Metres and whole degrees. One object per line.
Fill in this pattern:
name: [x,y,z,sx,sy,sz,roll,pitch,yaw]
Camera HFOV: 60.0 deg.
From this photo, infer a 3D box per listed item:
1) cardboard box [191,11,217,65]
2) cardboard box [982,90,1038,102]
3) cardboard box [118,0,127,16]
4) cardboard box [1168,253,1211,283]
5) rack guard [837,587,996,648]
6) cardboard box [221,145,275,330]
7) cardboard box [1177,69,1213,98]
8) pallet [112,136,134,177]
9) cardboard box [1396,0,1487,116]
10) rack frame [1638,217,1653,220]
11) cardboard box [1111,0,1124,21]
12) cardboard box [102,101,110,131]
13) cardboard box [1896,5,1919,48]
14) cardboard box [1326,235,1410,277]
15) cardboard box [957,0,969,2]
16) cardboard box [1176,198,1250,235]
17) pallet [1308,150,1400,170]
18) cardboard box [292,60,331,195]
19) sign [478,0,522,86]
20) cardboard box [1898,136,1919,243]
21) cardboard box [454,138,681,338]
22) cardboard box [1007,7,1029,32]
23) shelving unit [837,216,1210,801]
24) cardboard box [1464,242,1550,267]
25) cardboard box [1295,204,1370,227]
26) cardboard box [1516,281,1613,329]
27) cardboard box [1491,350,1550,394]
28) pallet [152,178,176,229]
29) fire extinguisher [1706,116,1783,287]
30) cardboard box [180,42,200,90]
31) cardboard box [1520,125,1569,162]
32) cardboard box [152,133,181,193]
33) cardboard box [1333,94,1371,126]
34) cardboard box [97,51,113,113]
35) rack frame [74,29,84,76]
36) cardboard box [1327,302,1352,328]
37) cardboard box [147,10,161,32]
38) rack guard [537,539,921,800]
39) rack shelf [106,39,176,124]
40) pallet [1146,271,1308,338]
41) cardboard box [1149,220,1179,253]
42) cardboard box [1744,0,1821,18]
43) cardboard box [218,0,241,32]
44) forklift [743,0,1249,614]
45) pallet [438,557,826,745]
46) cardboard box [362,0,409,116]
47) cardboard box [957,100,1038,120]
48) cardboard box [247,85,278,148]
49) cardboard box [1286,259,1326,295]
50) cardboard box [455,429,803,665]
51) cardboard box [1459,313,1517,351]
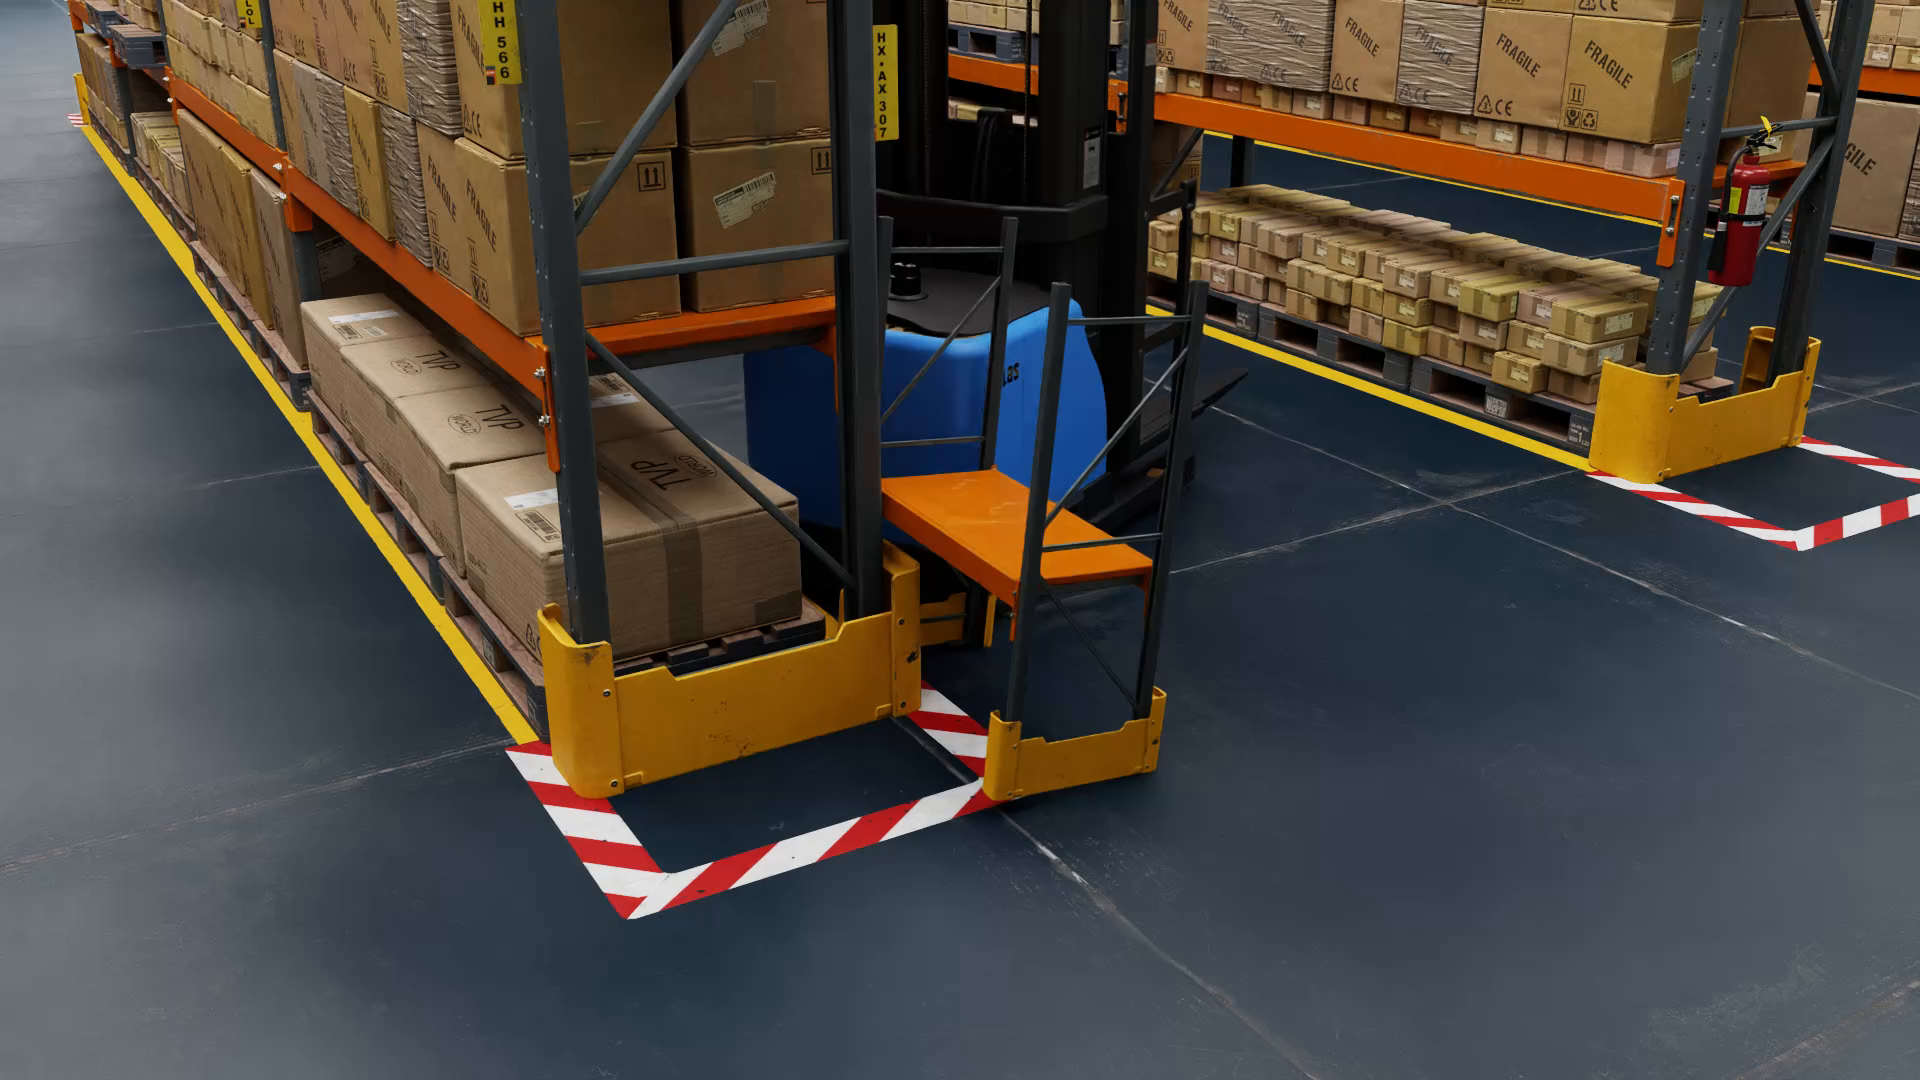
cardboard box: [-3.991,-2.830,9.326,0.500,0.250,0.500,-12,25,-27]
cardboard box: [0.500,-3.246,12.581,0.500,0.250,0.500,-12,25,-27]
cardboard box: [-6.183,-4.084,12.651,0.380,0.149,0.250,-12,25,-26]
cardboard box: [1.500,-1.676,10.179,0.380,0.149,0.250,-12,25,-27]
rack guard: [-0.145,0.271,5.734,0.587,0.250,0.087,-6,22,-29]
cardboard box: [-3.603,-1.769,9.445,0.875,0.875,0.875,-12,25,-27]
cardboard box: [1.514,-2.727,9.871,0.380,0.149,0.250,-12,25,-27]
pallet: [-7.209,-3.591,15.366,1.003,0.211,1.213,-13,25,-28]
cardboard box: [2.521,-2.383,8.162,0.500,0.500,0.500,-13,25,-28]
rack frame: [5.770,-3.989,12.642,1.000,3.000,0.127,-13,25,-28]
cardboard box: [1.082,-3.374,10.511,0.380,0.149,0.250,-12,25,-27]
cardboard box: [-7.905,-4.069,15.932,0.500,0.250,0.500,-12,25,-27]
cardboard box: [6.549,-3.365,10.911,0.500,0.250,0.500,-13,25,-28]
cardboard box: [2.229,-1.555,9.091,0.380,0.149,0.250,-12,25,-28]
cardboard box: [0.145,-3.967,11.968,0.380,0.149,0.250,-13,25,-29]
cardboard box: [1.542,-1.965,10.101,0.380,0.149,0.250,-11,25,-26]
pallet: [4.065,-3.722,15.689,1.003,0.211,1.213,-13,25,-28]
cardboard box: [-2.481,-1.763,7.033,0.500,0.500,0.500,-12,25,-28]
sign: [-1.180,-1.334,4.258,0.100,0.325,0.005,-13,25,-28]
cardboard box: [6.953,-2.391,10.973,0.875,0.875,0.875,-13,25,-28]
cardboard box: [-1.180,-0.939,5.006,0.500,0.500,0.500,-12,25,-28]
cardboard box: [0.548,-3.571,11.390,0.380,0.149,0.250,-14,26,-30]
shelving unit: [0.154,-0.153,5.126,0.587,1.500,1.083,-6,22,-29]
cardboard box: [2.928,-1.485,8.921,0.380,0.149,0.250,-12,25,-26]
cardboard box: [2.224,-1.899,9.937,0.380,0.149,0.250,-12,25,-27]
cardboard box: [2.931,-1.137,8.064,0.380,0.149,0.250,-12,25,-27]
cardboard box: [2.831,-0.841,8.124,0.380,0.149,0.250,-12,25,-27]
pallet: [-5.810,-2.733,13.256,1.003,0.211,1.213,-13,25,-28]
fire extinguisher: [3.230,-1.394,6.855,0.296,0.674,0.183,-13,25,-28]
cardboard box: [-4.481,-2.938,10.256,0.500,0.250,0.500,-13,26,-30]
cardboard box: [2.853,-1.874,7.771,0.380,0.149,0.250,-13,25,-29]
cardboard box: [-5.839,-3.023,13.199,0.950,0.372,0.625,-12,25,-26]
cardboard box: [2.209,-2.302,8.824,0.380,0.149,0.250,-12,25,-26]
cardboard box: [-7.630,-4.245,15.369,0.500,0.500,0.500,-12,25,-27]
rack frame: [-8.879,-5.967,17.509,1.000,3.000,0.127,-13,25,-28]
cardboard box: [2.262,-1.279,9.203,0.380,0.149,0.250,-12,25,-27]
cardboard box: [-5.361,-3.589,11.435,0.380,0.149,0.250,-12,25,-27]
rack guard: [-0.694,0.378,5.218,1.175,0.500,0.348,-13,25,-28]
rack shelf: [-5.814,-3.692,12.866,1.077,0.370,4.000,-13,25,-28]
pallet: [1.828,-1.565,10.382,1.003,0.211,1.213,-13,25,-28]
cardboard box: [1.365,-1.900,10.336,0.380,0.149,0.250,-11,25,-26]
cardboard box: [3.497,-2.616,7.409,0.500,0.500,0.500,-13,25,-29]
cardboard box: [-3.464,-2.855,8.390,0.500,0.500,0.500,-12,25,-27]
forklift: [0.379,-1.583,6.814,1.130,2.935,3.031,13,25,29]
pallet: [-1.182,0.260,5.891,1.003,0.211,1.213,-13,25,-28]
cardboard box: [-1.699,-1.732,5.628,0.500,0.500,0.500,-13,25,-29]
cardboard box: [0.324,-2.981,11.929,0.500,0.250,0.500,-14,26,-31]
cardboard box: [-3.195,-2.110,8.218,0.500,0.250,0.500,-13,26,-29]
cardboard box: [2.057,-1.488,9.323,0.380,0.149,0.250,-13,25,-29]
cardboard box: [-1.129,0.010,5.648,0.875,0.438,0.875,-14,26,-30]
cardboard box: [2.716,-1.068,8.289,0.380,0.149,0.250,-14,26,-30]
